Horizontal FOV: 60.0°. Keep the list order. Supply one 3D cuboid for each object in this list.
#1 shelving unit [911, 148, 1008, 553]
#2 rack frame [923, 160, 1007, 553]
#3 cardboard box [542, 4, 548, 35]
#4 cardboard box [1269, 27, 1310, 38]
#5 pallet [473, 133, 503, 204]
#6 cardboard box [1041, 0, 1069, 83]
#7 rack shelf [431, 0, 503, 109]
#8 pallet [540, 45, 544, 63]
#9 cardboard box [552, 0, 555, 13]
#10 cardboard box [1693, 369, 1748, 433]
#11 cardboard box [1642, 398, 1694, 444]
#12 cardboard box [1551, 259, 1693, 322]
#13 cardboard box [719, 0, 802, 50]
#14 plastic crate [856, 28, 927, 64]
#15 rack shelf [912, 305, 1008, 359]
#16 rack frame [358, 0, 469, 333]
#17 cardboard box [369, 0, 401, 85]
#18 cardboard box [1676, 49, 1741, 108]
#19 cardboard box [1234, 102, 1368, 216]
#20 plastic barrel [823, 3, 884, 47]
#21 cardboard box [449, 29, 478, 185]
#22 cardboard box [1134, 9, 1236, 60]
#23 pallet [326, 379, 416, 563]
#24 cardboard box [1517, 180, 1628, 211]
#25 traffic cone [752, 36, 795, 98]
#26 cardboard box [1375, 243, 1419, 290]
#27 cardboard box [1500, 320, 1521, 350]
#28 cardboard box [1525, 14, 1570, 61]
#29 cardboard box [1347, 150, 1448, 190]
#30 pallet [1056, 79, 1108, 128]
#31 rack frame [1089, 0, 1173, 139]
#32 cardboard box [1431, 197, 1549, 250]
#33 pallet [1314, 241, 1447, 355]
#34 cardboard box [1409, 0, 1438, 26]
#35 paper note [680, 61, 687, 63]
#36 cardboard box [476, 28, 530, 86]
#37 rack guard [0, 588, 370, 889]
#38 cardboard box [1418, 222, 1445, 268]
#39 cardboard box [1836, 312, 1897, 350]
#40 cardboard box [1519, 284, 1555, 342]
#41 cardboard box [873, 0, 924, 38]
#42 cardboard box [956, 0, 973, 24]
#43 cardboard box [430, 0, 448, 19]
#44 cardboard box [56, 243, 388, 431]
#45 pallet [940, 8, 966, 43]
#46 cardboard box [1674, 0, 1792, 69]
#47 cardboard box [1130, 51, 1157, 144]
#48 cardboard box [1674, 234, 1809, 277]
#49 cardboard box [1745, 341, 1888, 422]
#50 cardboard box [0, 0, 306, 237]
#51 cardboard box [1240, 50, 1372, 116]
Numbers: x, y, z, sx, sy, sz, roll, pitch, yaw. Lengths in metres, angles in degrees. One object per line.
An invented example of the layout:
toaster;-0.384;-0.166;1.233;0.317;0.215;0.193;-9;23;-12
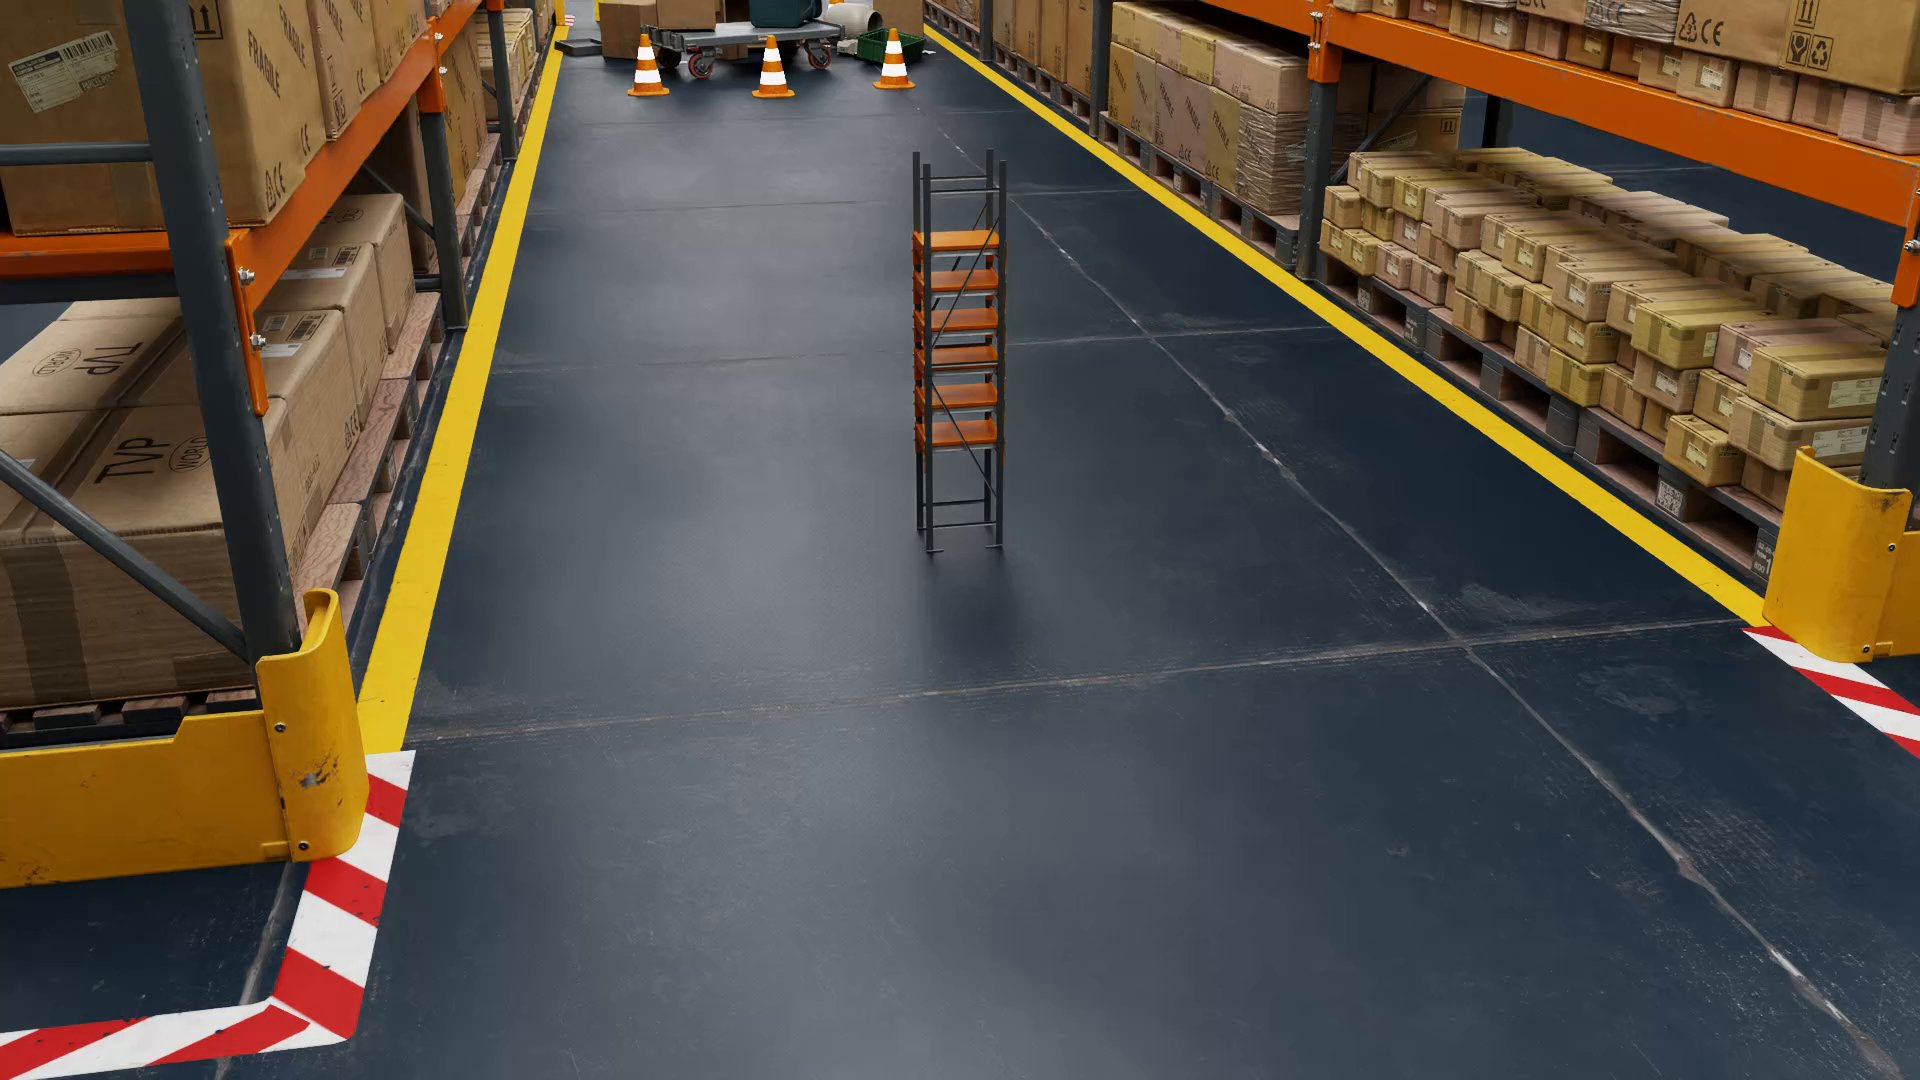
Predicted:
shelving unit;-0.003;-0.556;5.023;0.258;1.200;0.189;-4;24;-10
rack frame;0.014;-0.520;4.940;0.240;1.200;0.006;-4;24;-10
cardboard box;-4.119;-4.825;15.461;0.500;0.250;0.500;-3;24;-7
cardboard box;2.092;-2.802;9.580;0.500;0.250;0.500;-3;24;-8
pallet;-3.354;-2.265;10.172;1.003;0.211;1.213;-4;24;-10
cardboard box;1.231;-4.016;12.983;1.050;0.750;0.750;-4;24;-9
rack shelf;-3.056;-2.742;8.680;1.077;0.370;4.000;-4;24;-10
pallet;-4.324;-4.415;15.096;1.003;0.211;1.213;-4;24;-10
cardboard box;-4.487;-5.630;17.304;0.500;0.250;0.500;-4;24;-10
cardboard box;2.526;-0.433;5.160;0.380;0.149;0.250;-5;24;-11
cardboard box;2.486;-0.399;5.454;0.380;0.149;0.250;-4;24;-10
cardboard box;2.300;-0.870;5.787;0.380;0.149;0.250;-3;24;-8
cardboard box;-1.911;-5.053;16.020;0.797;0.637;0.503;-4;24;-10
plastic crate;-0.639;-4.547;15.355;0.450;0.188;0.662;17;27;13
rack shelf;-0.003;-0.625;4.993;0.258;0.103;0.180;-4;24;-10
rack frame;-2.686;-2.285;6.734;1.000;3.000;0.127;-4;24;-10
cardboard box;-2.141;-1.769;5.427;0.500;0.500;0.500;-5;24;-11
cardboard box;2.421;-1.407;5.037;0.380;0.149;0.250;-4;24;-8
cardboard box;1.775;-2.011;8.704;0.500;0.500;0.500;-5;24;-11
plastic barrel;-1.037;-4.990;16.146;0.512;0.421;0.421;13;27;27
cardboard box;-3.219;-2.448;9.238;0.875;0.875;0.875;-4;24;-9
cardboard box;1.404;-3.167;10.414;0.500;0.250;0.500;-5;24;-10
pallet;-2.393;-0.221;5.493;1.003;0.211;1.213;-4;24;-10
cardboard box;2.592;-1.426;7.062;0.380;0.149;0.250;-4;24;-8
traffic cone;-1.524;-3.845;13.476;0.336;0.463;0.334;-4;24;-10
cardboard box;2.058;-1.212;7.314;0.380;0.149;0.250;-4;24;-10
cardboard box;2.315;-0.805;6.383;0.380;0.149;0.250;-4;24;-8
cardboard box;2.277;-1.824;5.992;0.380;0.149;0.250;-3;24;-8
cardboard box;2.020;-1.699;7.686;0.380;0.149;0.250;-3;24;-8
pallet;1.348;-3.302;12.547;1.003;0.211;1.213;-4;24;-10
rack frame;1.420;-4.265;11.267;1.000;3.000;0.127;-4;24;-10
cardboard box;2.145;-1.283;6.735;0.380;0.149;0.250;-4;24;-9
pallet;2.319;-1.152;7.623;1.003;0.211;1.213;-4;24;-10
cardboard box;2.112;-2.243;6.953;0.380;0.149;0.250;-5;24;-12
paper note;-2.587;-4.406;15.300;0.148;0.019;0.142;-4;24;-10
cardboard box;-3.799;-3.658;12.636;0.950;0.372;0.625;-4;24;-8
rack guard;-1.942;0.443;3.611;1.175;0.500;0.348;-4;24;-10
cardboard box;2.175;-1.255;7.041;0.380;0.149;0.250;-6;24;-12
cardboard box;2.967;-0.607;5.187;0.380;0.149;0.250;-4;24;-9
cardboard box;2.286;-0.836;6.082;0.380;0.149;0.250;-3;24;-7
cardboard box;-0.615;-5.228;16.593;0.500;0.500;0.500;0;24;-1
cardboard box;0.463;-5.663;16.600;0.875;0.875;0.875;-4;24;-9
cardboard box;-2.508;-2.409;7.205;0.500;0.250;0.500;-5;24;-11
cardboard box;-2.509;-0.696;5.773;0.875;0.438;0.875;-5;24;-11
pallet;0.388;-5.346;17.226;1.003;0.211;1.213;-4;24;-10
cardboard box;2.473;-1.661;4.808;0.500;0.500;0.500;-5;24;-11
cardboard box;1.397;-2.817;10.550;0.500;0.500;0.500;-4;24;-9
cardboard box;2.874;-1.024;6.141;0.380;0.149;0.250;-4;24;-9
cardboard box;2.553;-0.466;4.863;0.380;0.149;0.250;-4;24;-9
cardboard box;-1.753;-0.968;3.593;0.500;0.500;0.500;-4;24;-10
cardboard box;1.774;-2.356;8.558;0.500;0.250;0.500;-5;24;-11
